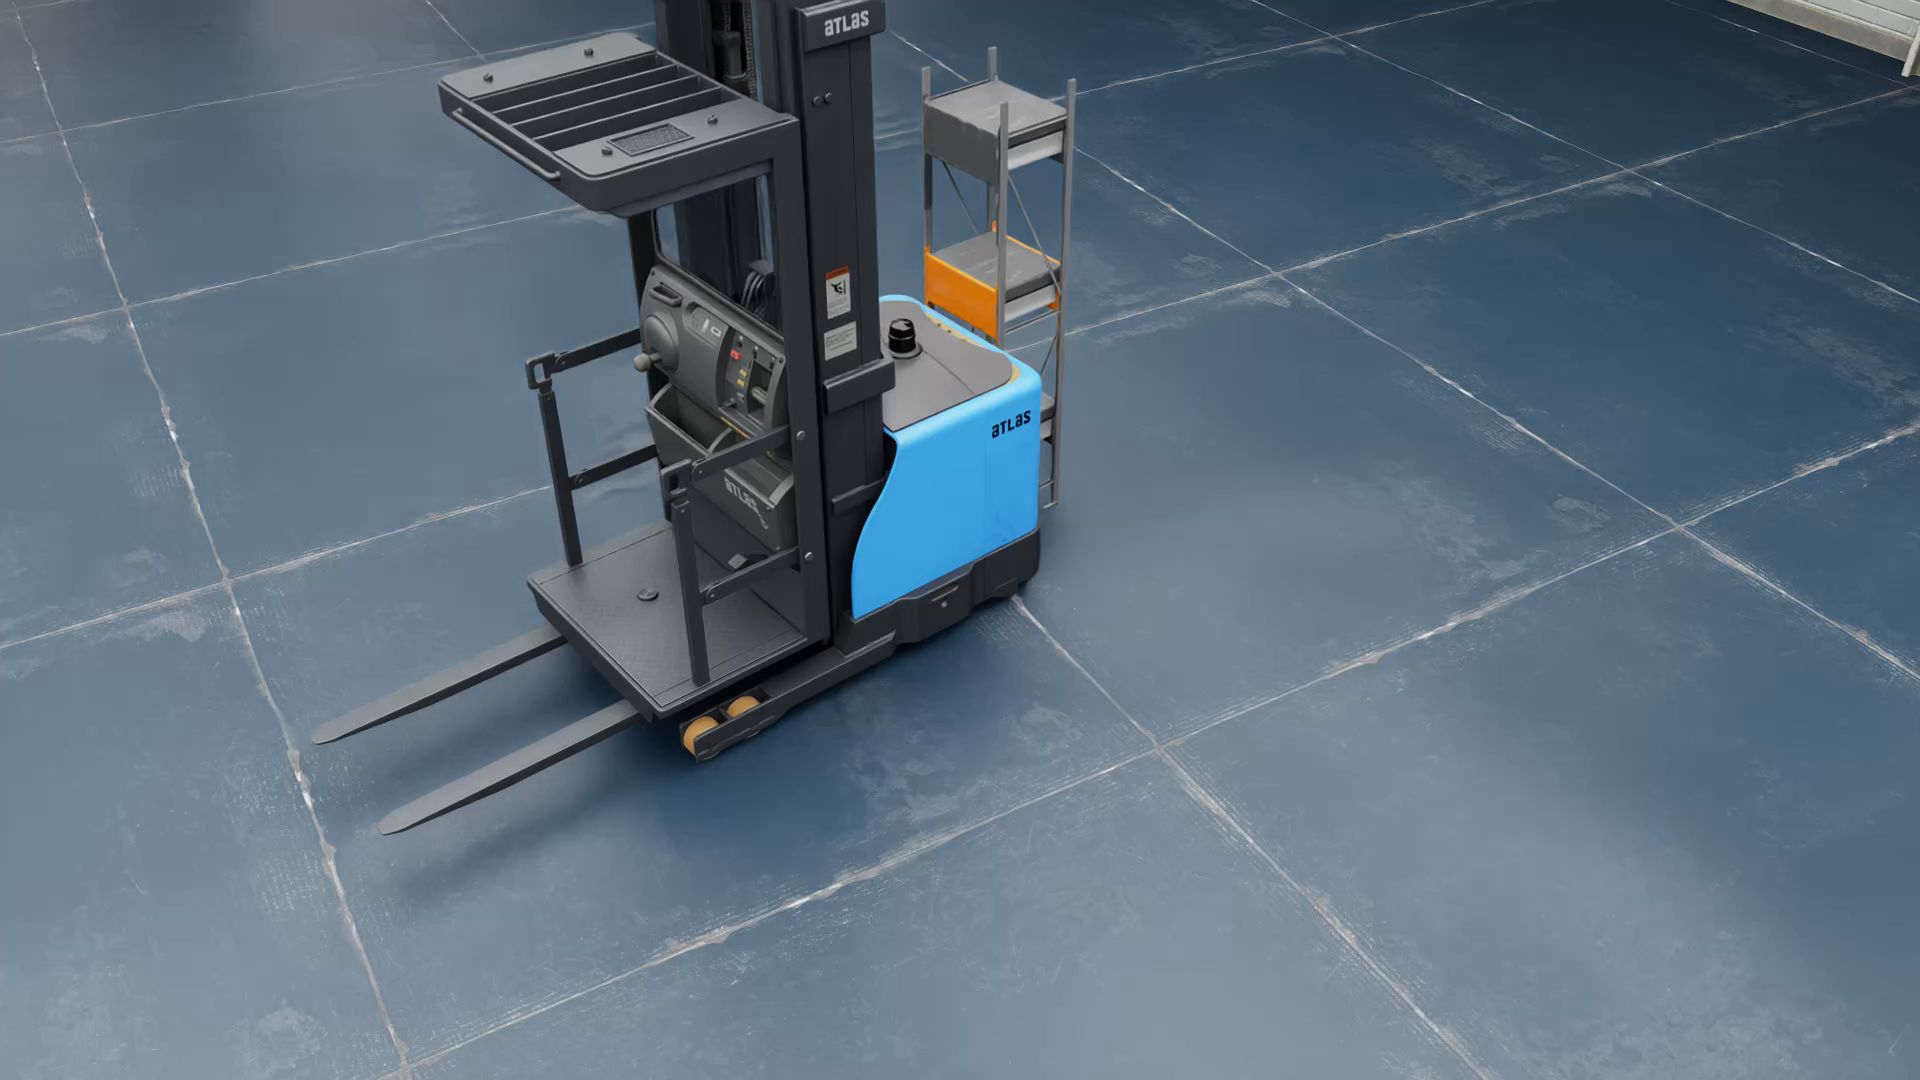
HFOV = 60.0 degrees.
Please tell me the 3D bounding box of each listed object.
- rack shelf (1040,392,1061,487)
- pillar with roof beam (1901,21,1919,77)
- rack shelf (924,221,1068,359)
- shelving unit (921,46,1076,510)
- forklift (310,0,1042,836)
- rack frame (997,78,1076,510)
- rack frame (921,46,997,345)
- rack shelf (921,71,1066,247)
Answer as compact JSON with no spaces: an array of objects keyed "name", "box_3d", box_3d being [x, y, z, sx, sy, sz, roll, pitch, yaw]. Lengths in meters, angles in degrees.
[{"name":"rack shelf","box_3d":[0.156,-0.483,7.842,0.431,0.518,0.480,-27,44,-32]},{"name":"pillar with roof beam","box_3d":[3.620,-5.821,8.091,9.100,9.000,0.400,-19,40,-24]},{"name":"rack shelf","box_3d":[0.156,-1.049,7.429,0.431,0.518,0.480,-27,44,-32]},{"name":"shelving unit","box_3d":[0.156,-1.060,7.421,0.431,2.100,0.503,-27,44,-32]},{"name":"forklift","box_3d":[-1.104,-0.670,6.183,3.031,2.935,1.130,-26,43,-31]},{"name":"rack frame","box_3d":[0.314,-0.950,7.271,0.400,2.100,0.015,-27,44,-32]},{"name":"rack frame","box_3d":[-0.002,-1.169,7.571,0.400,2.100,0.015,-27,44,-32]},{"name":"rack shelf","box_3d":[0.156,-1.614,7.016,0.431,0.518,0.480,-27,44,-32]}]
